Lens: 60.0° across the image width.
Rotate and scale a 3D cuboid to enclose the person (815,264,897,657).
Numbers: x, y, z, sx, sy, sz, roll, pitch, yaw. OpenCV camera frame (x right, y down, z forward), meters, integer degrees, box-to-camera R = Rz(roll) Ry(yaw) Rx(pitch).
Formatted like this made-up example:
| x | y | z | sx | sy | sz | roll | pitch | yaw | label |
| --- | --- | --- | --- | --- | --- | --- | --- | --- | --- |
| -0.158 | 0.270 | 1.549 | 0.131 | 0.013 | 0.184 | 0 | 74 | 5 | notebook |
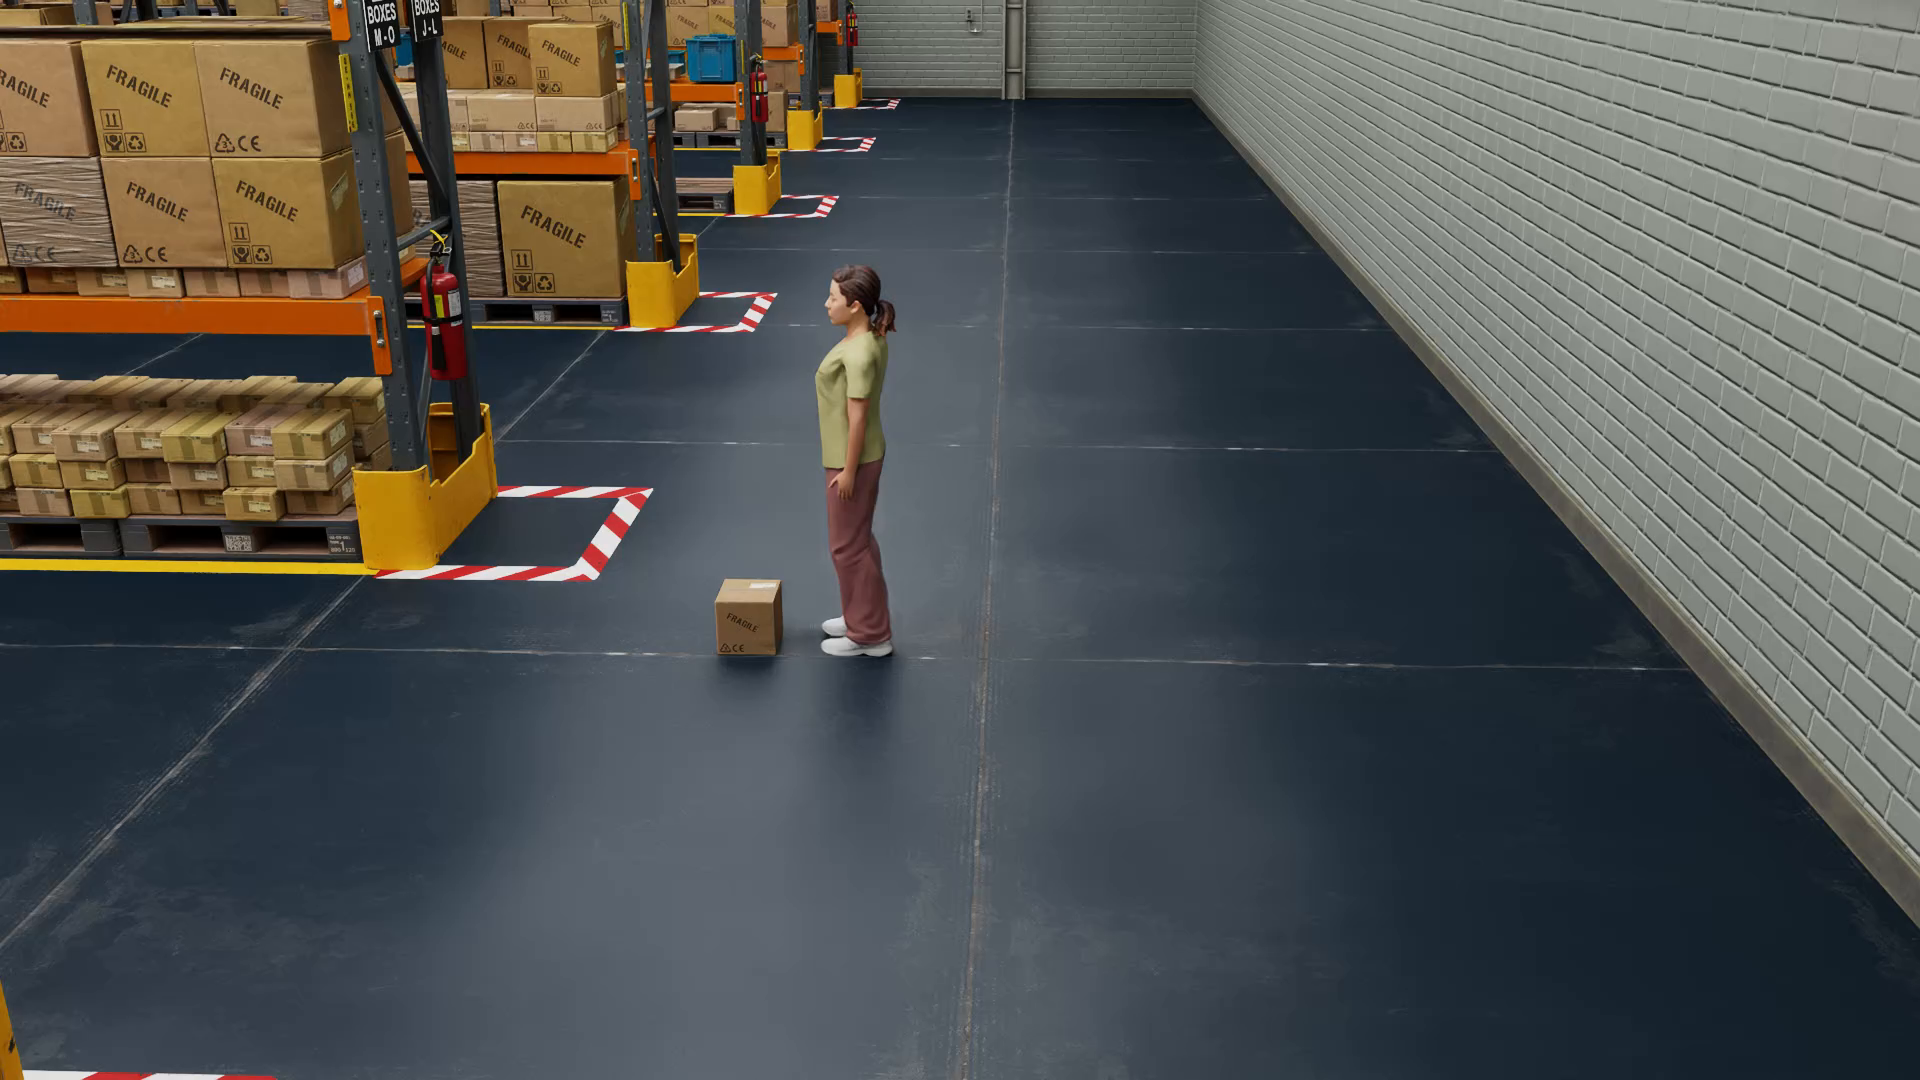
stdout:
| x | y | z | sx | sy | sz | roll | pitch | yaw | label |
| --- | --- | --- | --- | --- | --- | --- | --- | --- | --- |
| -0.432 | -0.322 | 6.937 | 0.365 | 1.667 | 0.439 | 1 | 21 | 3 | person |
